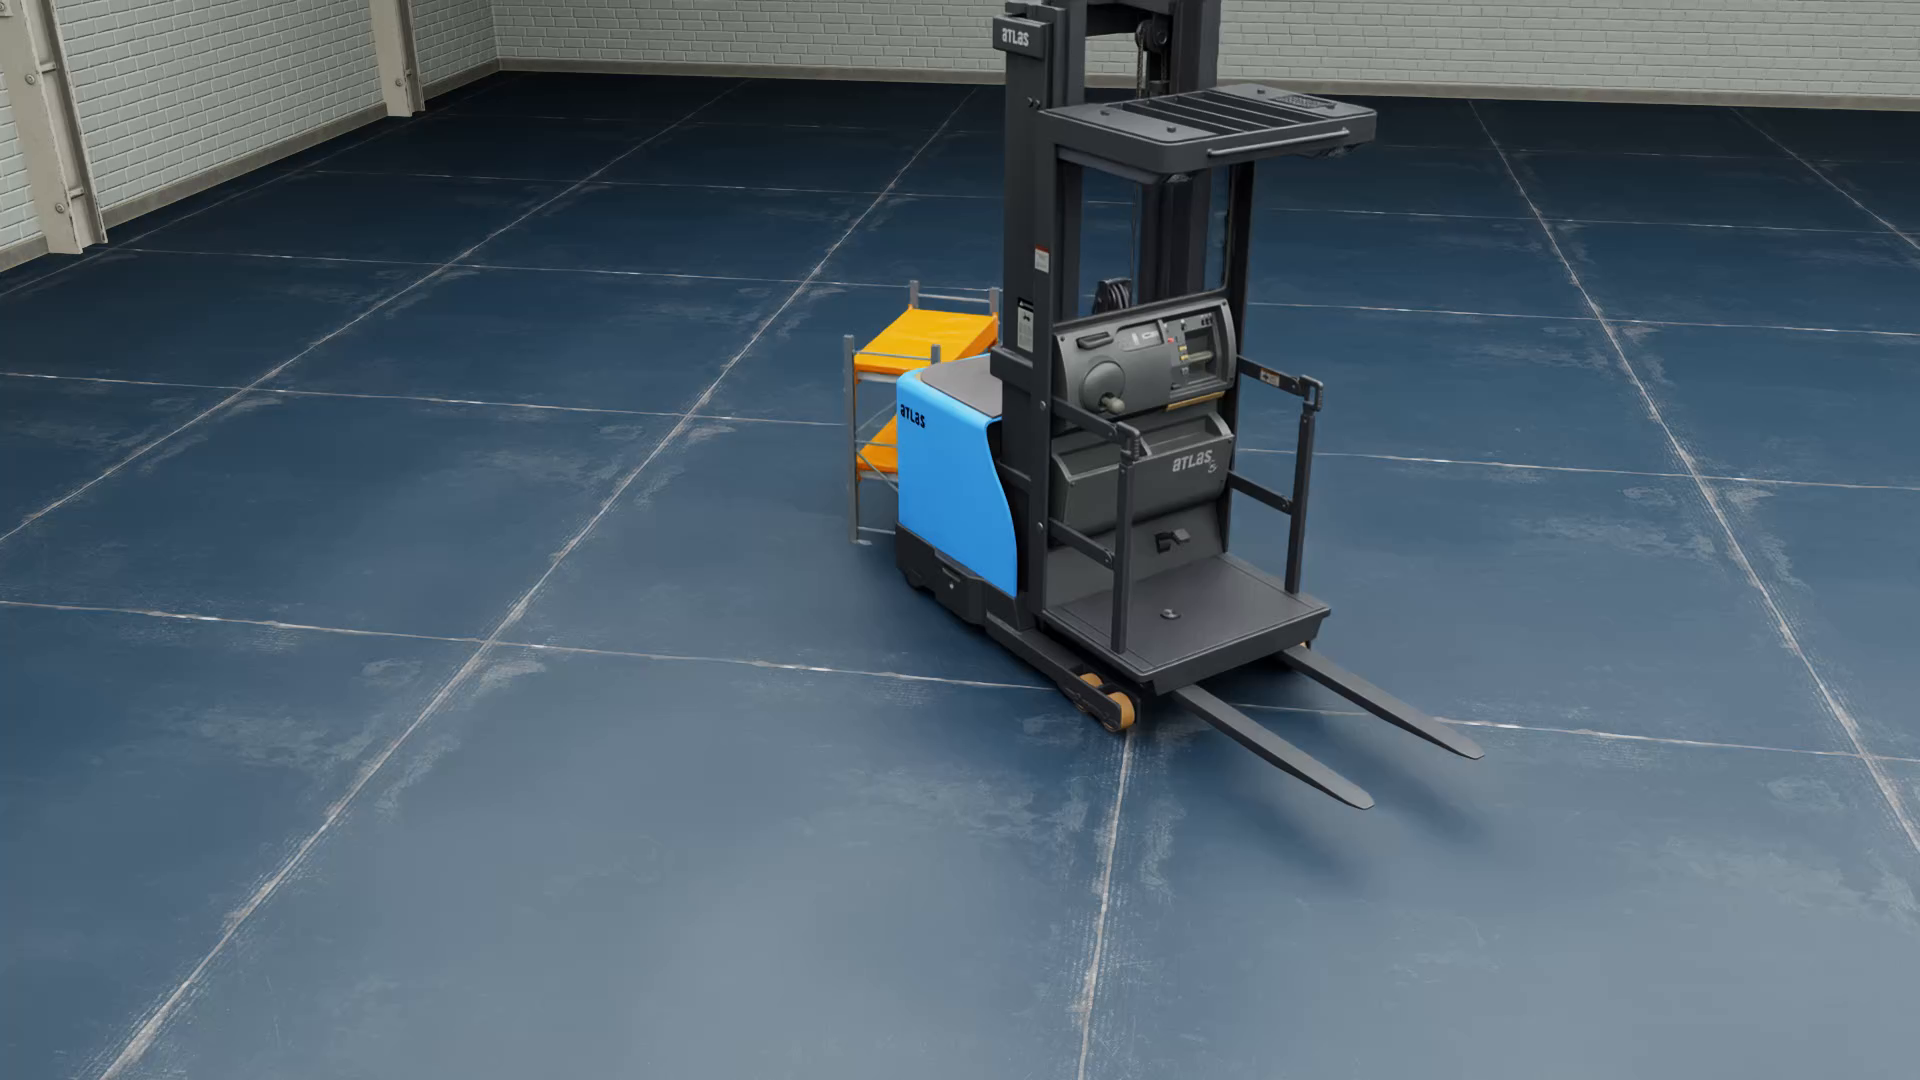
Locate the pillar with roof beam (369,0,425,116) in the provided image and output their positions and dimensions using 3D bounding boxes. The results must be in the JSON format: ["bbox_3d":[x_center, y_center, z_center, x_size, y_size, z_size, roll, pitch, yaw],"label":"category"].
[{"bbox_3d":[-2.220,-8.759,16.848,9.100,9.000,0.400,4,25,9],"label":"pillar with roof beam"}]

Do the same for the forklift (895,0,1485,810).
[{"bbox_3d":[0.918,-0.748,6.890,1.130,2.935,3.031,-16,29,-30],"label":"forklift"}]

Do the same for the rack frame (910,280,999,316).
[{"bbox_3d":[-0.033,-0.886,9.315,0.500,1.125,0.032,8,26,16],"label":"rack frame"}]

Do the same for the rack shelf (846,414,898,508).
[{"bbox_3d":[-0.184,-0.459,8.979,0.538,0.278,1.000,8,26,16],"label":"rack shelf"}]

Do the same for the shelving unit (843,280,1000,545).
[{"bbox_3d":[-0.184,-0.680,8.876,0.538,1.125,1.048,8,26,16],"label":"shelving unit"}]

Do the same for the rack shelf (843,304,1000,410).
[{"bbox_3d":[-0.184,-0.945,8.752,0.538,0.278,1.000,8,26,16],"label":"rack shelf"}]

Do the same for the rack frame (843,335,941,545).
[{"bbox_3d":[-0.336,-0.474,8.436,0.500,1.125,0.032,8,26,16],"label":"rack frame"}]

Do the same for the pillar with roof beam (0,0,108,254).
[{"bbox_3d":[-3.201,-6.250,11.487,9.100,9.000,0.400,4,25,9],"label":"pillar with roof beam"}]
